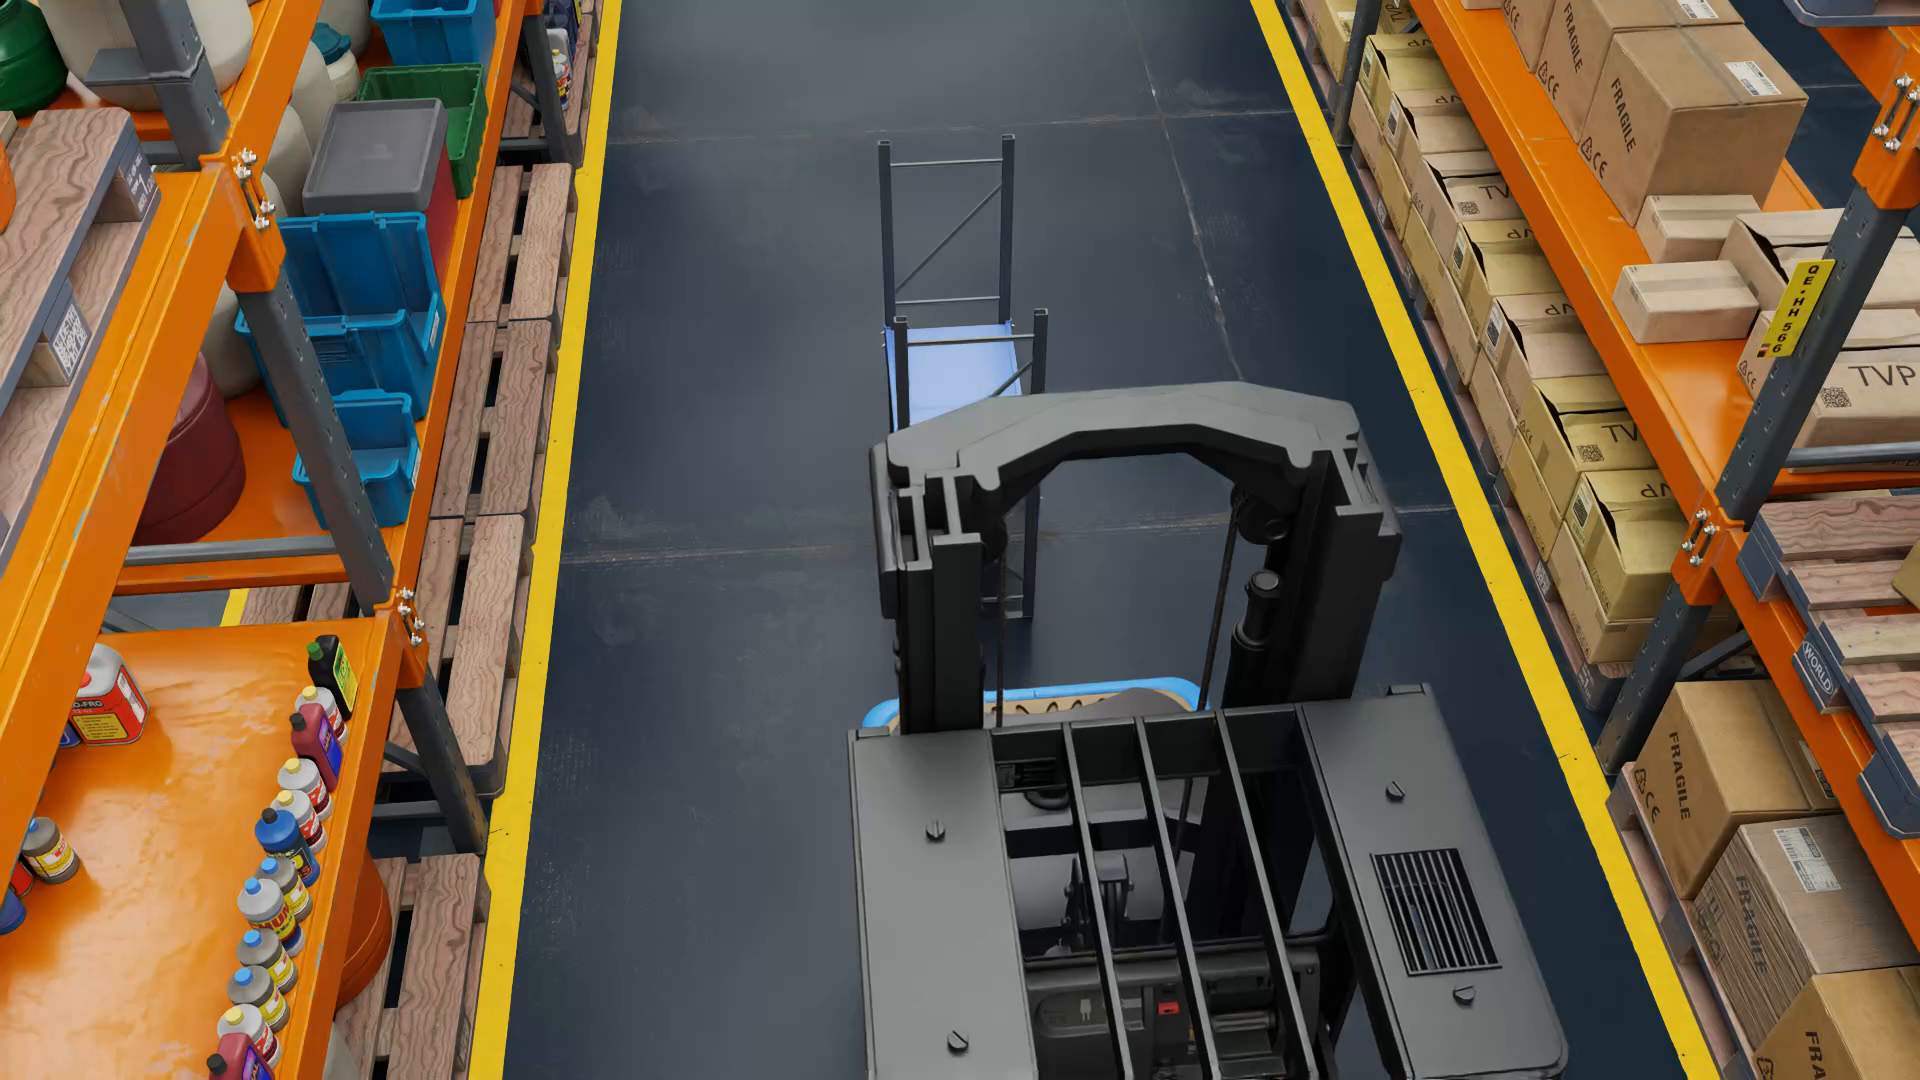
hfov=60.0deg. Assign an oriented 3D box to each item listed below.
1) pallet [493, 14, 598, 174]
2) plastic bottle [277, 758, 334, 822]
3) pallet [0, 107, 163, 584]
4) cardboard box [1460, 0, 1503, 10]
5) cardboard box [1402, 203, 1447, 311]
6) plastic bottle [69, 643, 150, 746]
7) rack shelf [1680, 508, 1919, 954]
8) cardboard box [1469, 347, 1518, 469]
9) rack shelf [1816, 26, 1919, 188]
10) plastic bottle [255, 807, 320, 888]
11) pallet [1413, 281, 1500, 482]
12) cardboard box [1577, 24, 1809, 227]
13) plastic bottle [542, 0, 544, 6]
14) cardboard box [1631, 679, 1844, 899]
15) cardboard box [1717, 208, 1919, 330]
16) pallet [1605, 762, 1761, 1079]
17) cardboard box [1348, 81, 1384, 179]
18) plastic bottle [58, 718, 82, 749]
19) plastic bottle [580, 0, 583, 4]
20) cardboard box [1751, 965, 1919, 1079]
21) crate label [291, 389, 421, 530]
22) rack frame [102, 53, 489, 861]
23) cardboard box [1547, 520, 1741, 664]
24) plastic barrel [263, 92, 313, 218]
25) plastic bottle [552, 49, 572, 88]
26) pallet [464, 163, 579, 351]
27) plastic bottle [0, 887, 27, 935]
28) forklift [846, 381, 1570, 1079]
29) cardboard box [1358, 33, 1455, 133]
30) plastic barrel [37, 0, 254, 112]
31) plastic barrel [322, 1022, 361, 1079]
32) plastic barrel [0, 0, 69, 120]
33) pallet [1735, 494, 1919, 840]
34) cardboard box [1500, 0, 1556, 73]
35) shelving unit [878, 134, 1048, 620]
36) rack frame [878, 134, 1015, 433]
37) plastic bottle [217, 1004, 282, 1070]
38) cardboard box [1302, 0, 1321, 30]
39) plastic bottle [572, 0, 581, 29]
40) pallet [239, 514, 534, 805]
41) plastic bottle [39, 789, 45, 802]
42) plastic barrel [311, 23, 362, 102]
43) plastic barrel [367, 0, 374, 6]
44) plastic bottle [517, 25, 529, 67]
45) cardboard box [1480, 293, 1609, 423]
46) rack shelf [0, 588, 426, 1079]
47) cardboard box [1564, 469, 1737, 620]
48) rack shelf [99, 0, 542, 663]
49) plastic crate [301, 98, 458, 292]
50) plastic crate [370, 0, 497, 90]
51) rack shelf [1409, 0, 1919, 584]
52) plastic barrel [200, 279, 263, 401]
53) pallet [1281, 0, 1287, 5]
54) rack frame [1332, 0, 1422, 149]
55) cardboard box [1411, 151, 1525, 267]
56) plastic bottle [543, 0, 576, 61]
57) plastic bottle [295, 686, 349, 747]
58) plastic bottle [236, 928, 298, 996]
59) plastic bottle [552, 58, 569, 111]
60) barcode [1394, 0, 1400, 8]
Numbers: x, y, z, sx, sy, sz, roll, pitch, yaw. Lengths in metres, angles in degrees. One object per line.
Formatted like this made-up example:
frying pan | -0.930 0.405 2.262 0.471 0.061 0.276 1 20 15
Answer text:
pallet | -2.488 -2.383 8.861 1.003 0.211 1.213 -3 47 -3
plastic bottle | -1.668 0.628 4.227 0.097 0.201 0.097 0 47 0
pallet | -2.172 -0.366 3.095 1.003 0.211 1.213 -3 47 -3
cardboard box | 2.334 -2.412 7.141 0.380 0.149 0.250 -3 47 -3
cardboard box | 2.338 -1.299 7.519 0.500 0.250 0.500 -5 47 -5
plastic bottle | -2.272 0.407 4.384 0.152 0.276 0.135 -3 47 -3
rack shelf | 2.966 1.437 3.819 1.077 0.370 4.000 -3 47 -3
cardboard box | 2.425 -0.559 6.818 0.500 0.250 0.500 -3 47 -2
rack shelf | 2.631 -2.488 5.470 1.077 0.370 4.000 -3 47 -3
plastic bottle | -1.652 0.744 4.068 0.097 0.271 0.097 0 47 0
pallet | 2.669 -0.777 7.341 1.003 0.211 1.213 -3 47 -3
cardboard box | 2.641 -1.505 6.040 0.500 0.500 0.500 -6 47 -5
plastic bottle | -2.324 -3.094 9.187 0.152 0.276 0.135 -3 47 -3
cardboard box | 2.551 0.798 5.347 0.500 0.500 0.500 -2 47 -2
cardboard box | 2.916 -0.886 5.584 0.500 0.311 0.500 -4 47 -4
pallet | 2.823 1.244 5.427 1.003 0.211 1.213 -3 47 -3
cardboard box | 2.250 -2.043 8.224 0.500 0.250 0.500 -5 47 -4
plastic bottle | -2.424 0.416 4.375 0.152 0.276 0.135 -3 47 -3
plastic bottle | -2.178 -3.147 9.186 0.144 0.351 0.185 -4 47 -4
cardboard box | 2.638 1.539 4.645 0.500 0.500 0.500 -4 47 -4
crate label | -1.800 -0.229 5.016 0.303 0.233 0.416 -3 47 -3
rack frame | -2.138 0.041 4.645 1.000 3.000 0.127 -3 47 -3
cardboard box | 2.511 0.178 6.120 0.500 0.250 0.500 -2 47 -2
plastic barrel | -2.514 -1.350 5.869 0.433 0.535 0.433 0 47 0
plastic bottle | -2.080 -2.446 8.625 0.097 0.201 0.097 0 47 0
pallet | -2.369 -1.328 7.863 1.003 0.211 1.213 -3 47 -3
plastic bottle | -2.342 0.835 3.982 0.097 0.271 0.097 0 47 0
forklift | 0.363 1.229 3.568 1.130 2.935 3.031 -4 47 -4
cardboard box | 2.250 -2.229 8.013 0.500 0.311 0.500 -3 47 -3
plastic barrel | -1.859 -1.272 3.746 0.421 0.512 0.421 0 47 0
plastic barrel | -1.944 1.508 4.680 0.421 0.512 0.421 0 47 0
plastic barrel | -2.210 -1.113 3.779 0.294 0.245 0.294 0 47 0
pallet | 2.925 0.295 4.537 1.213 0.211 1.003 -3 47 -3
cardboard box | 2.555 -2.248 6.744 0.500 0.500 0.500 0 47 0
shelving unit | -0.007 -0.577 6.264 0.538 1.500 1.048 -3 47 -3
rack frame | -0.050 -0.945 6.612 0.500 1.500 0.032 -3 47 -3
plastic bottle | -1.611 1.121 3.760 0.097 0.201 0.097 0 47 0
cardboard box | 2.175 -3.035 9.163 0.500 0.250 0.500 -3 47 -3
plastic bottle | -2.115 -2.938 9.034 0.061 0.283 0.133 -2 47 -2
pallet | -2.164 0.437 6.191 1.003 0.211 1.213 -3 47 -3
plastic bottle | -2.433 0.598 4.255 0.097 0.201 0.097 0 47 0
plastic barrel | -2.515 -1.839 6.521 0.301 0.262 0.301 0 47 0
plastic barrel | -2.743 -2.728 6.922 0.600 0.901 0.708 -3 47 -3
plastic bottle | -2.271 -2.694 8.757 0.144 0.351 0.185 -3 47 -3
cardboard box | 2.419 -0.754 6.617 0.500 0.311 0.500 -4 47 -4
rack shelf | -1.971 1.735 3.536 1.077 0.370 4.000 -3 47 -3
cardboard box | 2.509 -0.013 5.915 0.500 0.311 0.500 -2 47 -2
rack shelf | -2.306 -1.159 6.277 1.077 0.370 4.000 -3 47 -3
plastic crate | -1.969 -1.169 5.747 0.402 0.464 0.583 -3 47 -3
plastic crate | -2.071 -2.068 6.654 0.392 0.384 0.575 -3 47 -3
rack shelf | 2.631 -1.457 6.559 1.077 0.370 4.000 -3 47 -3
plastic barrel | -2.437 -0.729 5.297 0.421 0.512 0.421 0 47 0
pallet | 2.333 -3.655 10.066 1.003 0.211 1.213 -3 47 -3
rack frame | 2.463 -3.151 7.669 1.000 3.000 0.127 -3 47 -3
cardboard box | 2.331 -1.492 7.316 0.500 0.311 0.500 -5 47 -5
plastic bottle | -2.127 -2.703 8.765 0.144 0.351 0.185 -2 47 -2
plastic bottle | -1.688 0.461 4.385 0.097 0.201 0.097 0 47 0
plastic bottle | -1.628 0.980 3.893 0.097 0.201 0.097 0 47 0
plastic bottle | -2.063 -2.323 8.461 0.097 0.271 0.097 0 47 0
barcode | 2.070 -2.563 7.869 0.001 0.075 0.075 -3 47 -3
